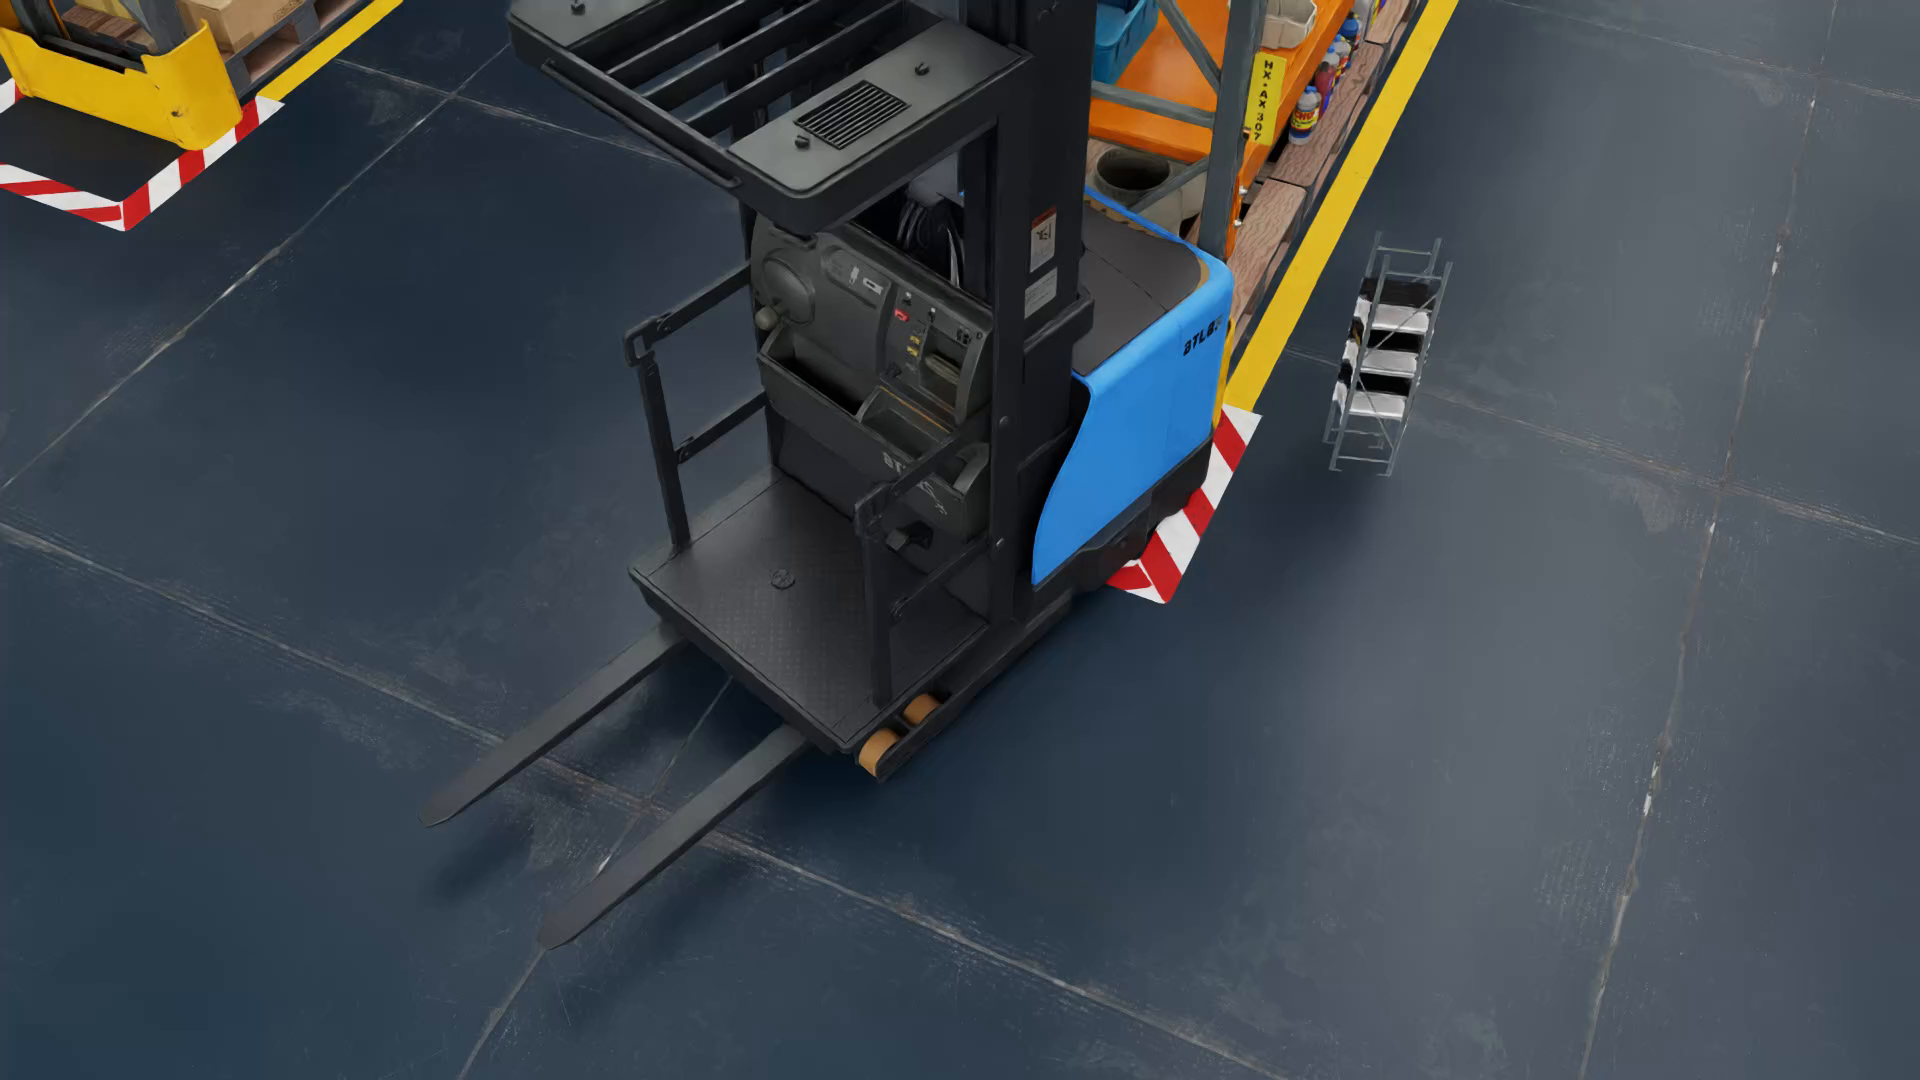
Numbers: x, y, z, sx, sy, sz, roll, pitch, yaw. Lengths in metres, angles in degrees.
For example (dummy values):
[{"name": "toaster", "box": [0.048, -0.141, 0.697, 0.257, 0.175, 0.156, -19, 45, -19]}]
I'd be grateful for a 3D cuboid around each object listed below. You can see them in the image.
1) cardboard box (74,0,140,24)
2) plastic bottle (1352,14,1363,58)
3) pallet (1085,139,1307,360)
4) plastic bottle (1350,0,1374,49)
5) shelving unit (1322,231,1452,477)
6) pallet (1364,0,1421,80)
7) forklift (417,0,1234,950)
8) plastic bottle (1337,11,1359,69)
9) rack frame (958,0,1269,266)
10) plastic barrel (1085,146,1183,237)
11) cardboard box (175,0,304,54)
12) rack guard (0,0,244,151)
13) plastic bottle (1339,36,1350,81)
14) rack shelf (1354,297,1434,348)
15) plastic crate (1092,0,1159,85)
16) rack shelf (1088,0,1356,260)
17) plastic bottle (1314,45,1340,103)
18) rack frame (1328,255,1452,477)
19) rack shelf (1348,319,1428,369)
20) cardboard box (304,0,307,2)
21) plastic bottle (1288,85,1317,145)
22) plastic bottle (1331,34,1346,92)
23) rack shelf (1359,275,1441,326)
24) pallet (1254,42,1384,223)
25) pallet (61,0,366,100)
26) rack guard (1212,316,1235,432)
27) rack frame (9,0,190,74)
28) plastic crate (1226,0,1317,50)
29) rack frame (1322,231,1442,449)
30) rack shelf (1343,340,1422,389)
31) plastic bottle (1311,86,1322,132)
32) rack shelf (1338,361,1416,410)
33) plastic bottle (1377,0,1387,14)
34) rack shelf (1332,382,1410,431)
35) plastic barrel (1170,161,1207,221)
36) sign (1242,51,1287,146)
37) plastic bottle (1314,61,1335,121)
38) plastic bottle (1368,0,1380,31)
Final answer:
[{"name": "cardboard box", "box": [-4.044, -2.818, 8.208, 0.500, 0.250, 0.500, 20, 52, 16]}, {"name": "plastic bottle", "box": [1.847, -2.391, 7.863, 0.097, 0.201, 0.097, 0, 50, 0]}, {"name": "pallet", "box": [0.813, -1.215, 7.145, 1.003, 0.211, 1.213, 20, 52, 16]}, {"name": "plastic bottle", "box": [1.873, -2.505, 7.912, 0.152, 0.276, 0.135, 21, 53, 17]}, {"name": "shelving unit", "box": [1.582, -0.682, 6.211, 0.258, 0.900, 0.210, 6, 35, -1]}, {"name": "pallet", "box": [1.856, -2.895, 8.575, 1.003, 0.211, 1.213, 20, 52, 16]}, {"name": "forklift", "box": [-0.427, -0.604, 4.839, 1.130, 2.935, 3.031, 36, 58, 26]}, {"name": "plastic bottle", "box": [1.803, -2.343, 7.777, 0.097, 0.271, 0.097, 0, 50, 0]}, {"name": "rack frame", "box": [0.471, -1.493, 5.551, 1.000, 3.000, 0.127, 20, 52, 16]}, {"name": "plastic barrel", "box": [0.683, -1.301, 6.745, 0.421, 0.512, 0.421, 0, 50, 0]}, {"name": "cardboard box", "box": [-3.575, -2.649, 8.064, 0.500, 0.250, 0.500, 20, 52, 16]}, {"name": "rack guard", "box": [-4.016, -2.281, 7.862, 1.175, 0.500, 0.348, 20, 52, 16]}, {"name": "plastic bottle", "box": [1.759, -2.249, 7.743, 0.097, 0.201, 0.097, 0, 50, 0]}, {"name": "rack shelf", "box": [1.596, -0.802, 6.127, 0.258, 0.077, 0.200, 6, 35, -1]}, {"name": "plastic crate", "box": [0.415, -1.887, 5.984, 0.499, 0.251, 0.616, 20, 52, 16]}, {"name": "rack shelf", "box": [1.326, -2.637, 6.997, 1.077, 0.370, 4.000, 20, 52, 16]}, {"name": "plastic bottle", "box": [1.674, -2.135, 7.599, 0.097, 0.271, 0.097, 0, 50, 0]}, {"name": "rack frame", "box": [1.577, -0.624, 6.127, 0.240, 0.900, 0.006, 6, 35, -1]}, {"name": "rack shelf", "box": [1.587, -0.728, 6.179, 0.258, 0.077, 0.200, 6, 35, -1]}, {"name": "cardboard box", "box": [-3.365, -2.995, 8.358, 0.500, 0.250, 0.500, 20, 52, 16]}, {"name": "plastic bottle", "box": [1.528, -1.899, 7.399, 0.097, 0.271, 0.097, 0, 50, 0]}, {"name": "plastic bottle", "box": [1.717, -2.204, 7.658, 0.097, 0.271, 0.097, 0, 50, 0]}, {"name": "rack shelf", "box": [1.605, -0.875, 6.076, 0.258, 0.077, 0.200, 6, 35, -1]}, {"name": "pallet", "box": [1.336, -2.052, 7.857, 1.003, 0.211, 1.213, 20, 52, 16]}, {"name": "pallet", "box": [-3.717, -2.744, 8.446, 1.003, 0.211, 1.213, 20, 52, 16]}, {"name": "rack guard", "box": [0.461, -0.751, 6.561, 1.175, 0.500, 0.348, 20, 52, 16]}, {"name": "rack frame", "box": [-4.006, -3.107, 6.925, 1.000, 3.000, 0.127, 20, 52, 16]}, {"name": "plastic crate", "box": [1.145, -1.919, 6.087, 0.298, 0.136, 0.250, 20, 52, 16]}, {"name": "rack frame", "box": [1.587, -0.740, 6.294, 0.240, 0.900, 0.006, 6, 35, -1]}, {"name": "rack shelf", "box": [1.579, -0.655, 6.230, 0.258, 0.077, 0.200, 6, 35, -1]}, {"name": "plastic bottle", "box": [1.572, -1.947, 7.486, 0.097, 0.201, 0.097, 0, 50, 0]}, {"name": "rack shelf", "box": [1.570, -0.581, 6.281, 0.258, 0.077, 0.200, 6, 35, -1]}, {"name": "plastic bottle", "box": [2.052, -2.715, 8.085, 0.061, 0.283, 0.133, 23, 53, 18]}, {"name": "rack shelf", "box": [1.562, -0.508, 6.332, 0.258, 0.077, 0.200, 6, 35, -1]}, {"name": "plastic barrel", "box": [0.898, -1.646, 7.039, 0.421, 0.512, 0.421, 0, 50, 0]}, {"name": "sign", "box": [0.967, -1.401, 5.291, 0.100, 0.325, 0.005, 20, 52, 16]}, {"name": "plastic bottle", "box": [1.641, -2.052, 7.522, 0.061, 0.283, 0.133, 21, 53, 17]}, {"name": "plastic bottle", "box": [1.946, -2.640, 7.977, 0.144, 0.351, 0.185, 19, 52, 16]}]
